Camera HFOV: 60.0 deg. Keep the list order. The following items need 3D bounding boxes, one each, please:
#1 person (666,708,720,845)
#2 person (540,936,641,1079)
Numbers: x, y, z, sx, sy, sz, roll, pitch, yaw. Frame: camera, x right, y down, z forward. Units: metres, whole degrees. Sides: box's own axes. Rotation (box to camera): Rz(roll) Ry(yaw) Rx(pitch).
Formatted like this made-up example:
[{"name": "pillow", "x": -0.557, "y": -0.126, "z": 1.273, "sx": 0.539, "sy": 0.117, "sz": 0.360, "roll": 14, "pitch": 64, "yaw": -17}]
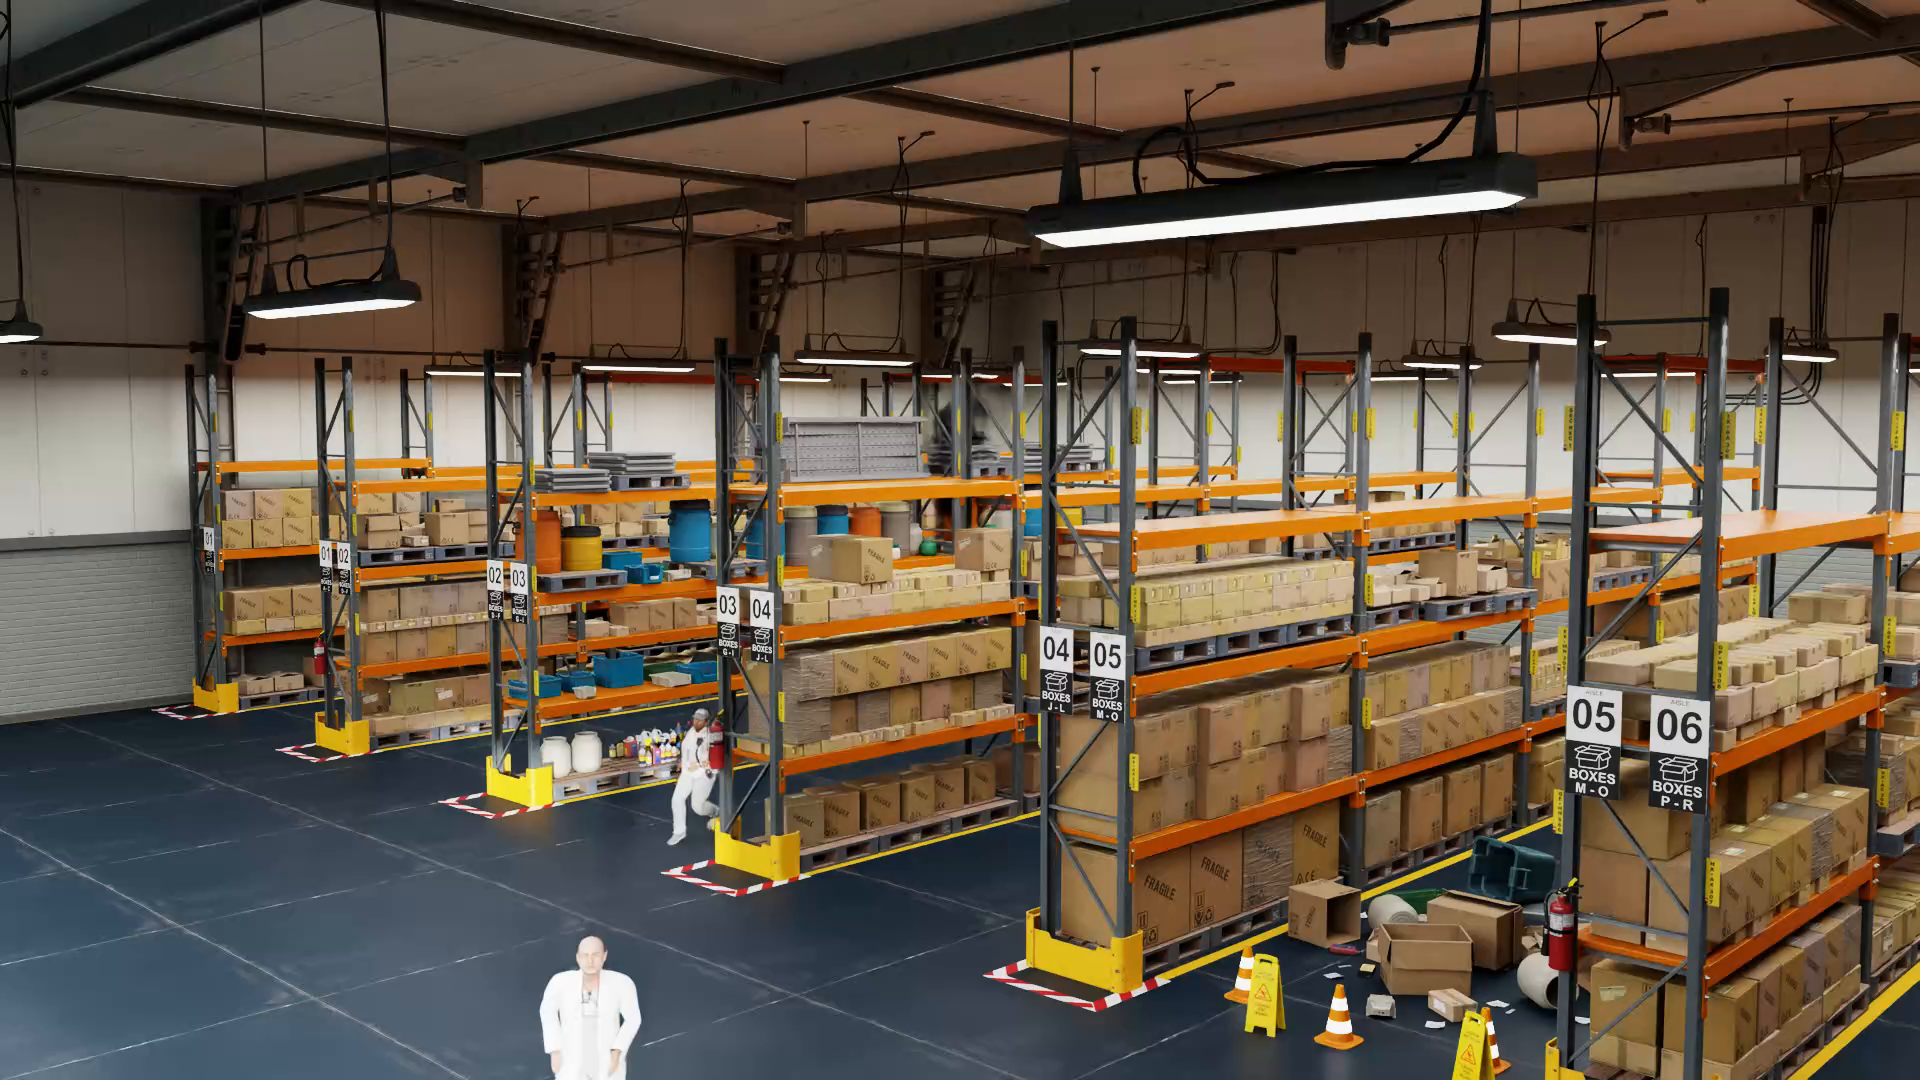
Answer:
[{"name": "person", "x": -3.115, "y": 2.836, "z": 20.055, "sx": 0.644, "sy": 1.656, "sz": 0.805, "roll": 3, "pitch": 5, "yaw": 37}, {"name": "person", "x": -2.442, "y": 3.468, "z": 11.001, "sx": 0.660, "sy": 1.715, "sz": 0.653, "roll": -1, "pitch": 4, "yaw": -11}]
